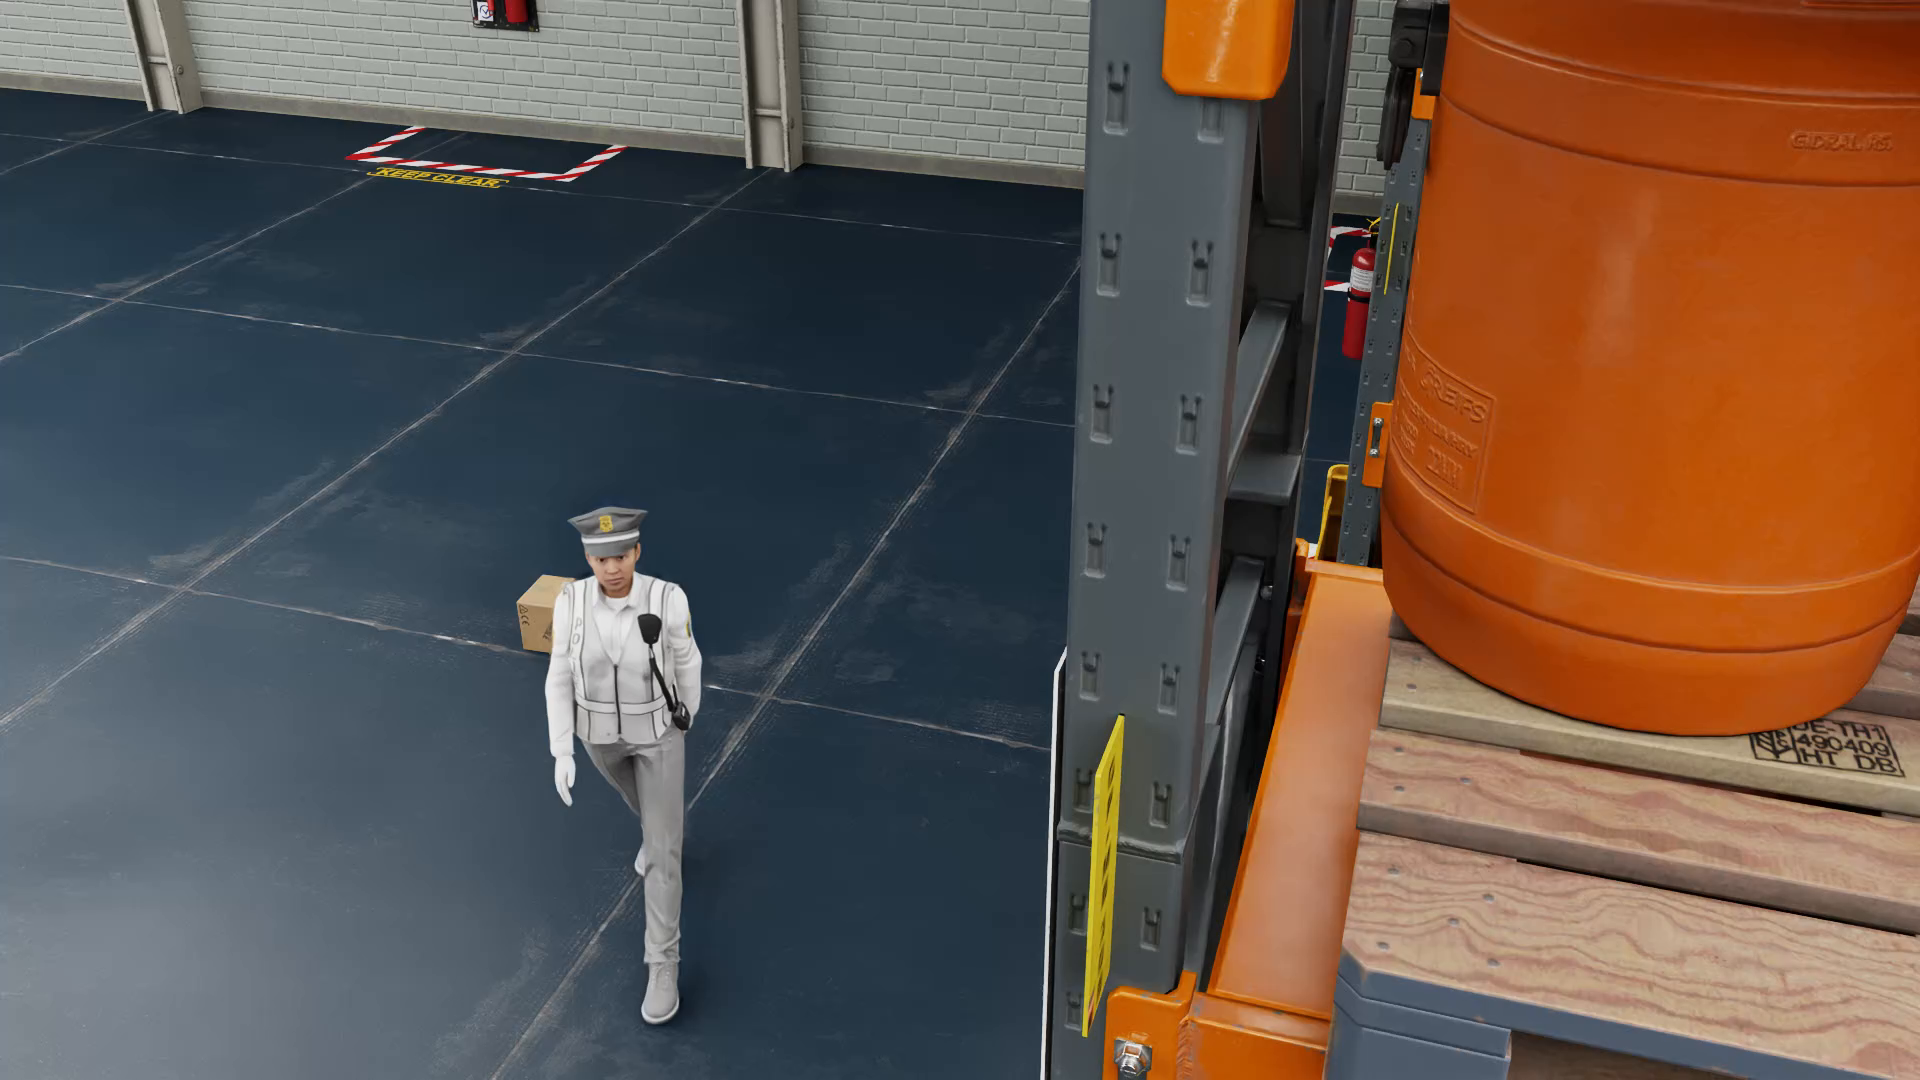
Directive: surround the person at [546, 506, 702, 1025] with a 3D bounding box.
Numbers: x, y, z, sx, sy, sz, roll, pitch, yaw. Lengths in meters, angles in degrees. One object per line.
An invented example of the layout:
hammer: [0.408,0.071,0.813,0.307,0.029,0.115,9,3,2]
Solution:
person: [-1.097,0.636,5.442,0.478,1.630,0.990,1,29,1]
